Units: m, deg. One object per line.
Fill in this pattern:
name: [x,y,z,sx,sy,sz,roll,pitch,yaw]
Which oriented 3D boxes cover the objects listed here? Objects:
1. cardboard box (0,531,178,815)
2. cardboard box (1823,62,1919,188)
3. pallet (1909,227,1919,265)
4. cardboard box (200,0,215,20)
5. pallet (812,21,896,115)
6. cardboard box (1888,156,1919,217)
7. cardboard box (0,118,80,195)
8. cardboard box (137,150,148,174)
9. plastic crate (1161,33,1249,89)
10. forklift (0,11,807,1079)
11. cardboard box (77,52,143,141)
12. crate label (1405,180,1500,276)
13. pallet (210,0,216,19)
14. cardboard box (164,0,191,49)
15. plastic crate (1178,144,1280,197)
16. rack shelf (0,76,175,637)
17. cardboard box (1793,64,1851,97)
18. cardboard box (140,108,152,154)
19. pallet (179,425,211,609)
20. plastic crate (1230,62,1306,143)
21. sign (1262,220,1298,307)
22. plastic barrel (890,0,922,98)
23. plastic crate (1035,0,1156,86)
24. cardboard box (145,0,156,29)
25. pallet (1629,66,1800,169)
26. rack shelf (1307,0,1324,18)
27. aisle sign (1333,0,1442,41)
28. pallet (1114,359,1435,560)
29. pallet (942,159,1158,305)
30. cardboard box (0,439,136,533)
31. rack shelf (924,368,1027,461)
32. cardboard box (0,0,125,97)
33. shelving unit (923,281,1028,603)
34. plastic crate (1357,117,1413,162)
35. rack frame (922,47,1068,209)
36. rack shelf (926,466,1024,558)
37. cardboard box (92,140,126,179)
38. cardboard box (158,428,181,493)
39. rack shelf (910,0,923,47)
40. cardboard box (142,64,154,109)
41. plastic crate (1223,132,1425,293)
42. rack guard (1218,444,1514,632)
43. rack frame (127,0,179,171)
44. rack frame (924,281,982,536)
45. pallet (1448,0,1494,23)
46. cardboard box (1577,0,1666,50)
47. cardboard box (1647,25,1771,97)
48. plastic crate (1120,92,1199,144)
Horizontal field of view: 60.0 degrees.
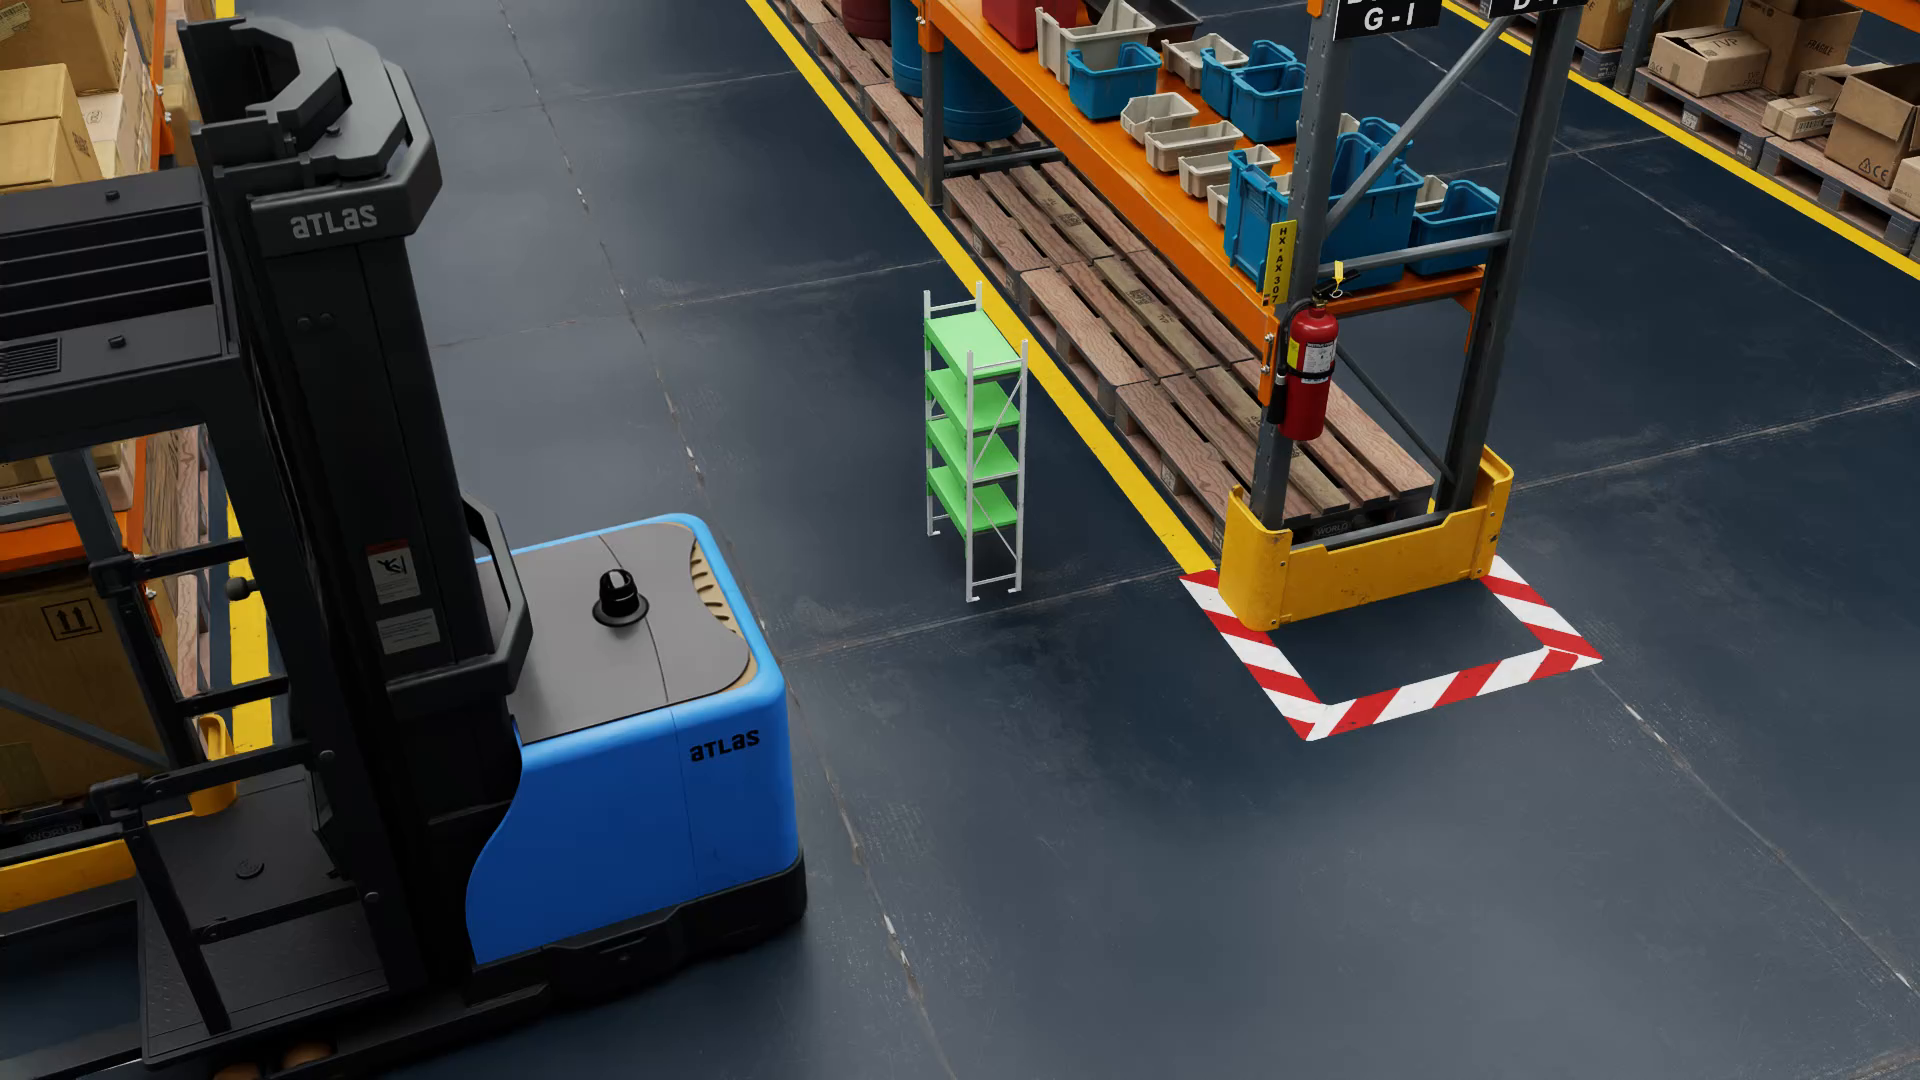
cardboard box: [-3.296,0.319,5.750,0.875,0.875,0.875,-12,39,-16]
cardboard box: [5.577,-2.444,9.710,0.797,0.503,0.637,-12,39,-16]
pallet: [6.000,-1.445,8.993,1.003,0.211,1.213,-12,39,-16]
cardboard box: [-5.536,-3.461,10.769,1.225,0.875,0.875,-14,39,-18]
pallet: [-0.377,-3.323,11.486,1.003,0.211,1.213,-12,39,-16]
cardboard box: [5.585,-1.942,9.255,0.500,0.250,0.500,-12,39,-16]
cardboard box: [-3.085,-0.985,5.318,0.500,0.500,0.500,-13,39,-17]
cardboard box: [-3.610,-1.490,6.944,0.380,0.149,0.250,-12,39,-15]
plastic crate: [1.155,-2.299,7.979,0.293,0.136,0.466,-12,39,-16]
forklift: [-2.075,0.187,4.566,3.031,2.935,1.130,-14,39,-18]
cardboard box: [-3.799,-1.849,7.088,0.500,0.250,0.500,-11,38,-15]
crate label: [1.874,-1.207,6.449,0.416,0.233,0.303,-12,39,-16]
pallet: [-6.021,-3.864,12.204,1.003,0.211,1.213,-12,39,-16]
cardboard box: [-4.925,-2.458,9.436,1.225,0.875,0.875,-14,39,-18]
plastic crate: [1.113,-1.551,6.985,0.396,0.136,0.243,-12,39,-16]
rack shelf: [-3.689,-0.859,6.496,1.077,0.370,4.000,-12,39,-16]
cardboard box: [5.573,-2.900,10.611,0.380,0.149,0.250,-12,39,-16]
cardboard box: [-3.788,-1.781,7.331,0.380,0.149,0.250,-13,39,-17]
pallet: [-3.766,-0.027,7.110,1.003,0.211,1.213,-12,39,-16]
plastic crate: [1.421,-1.951,7.436,0.416,0.233,0.300,-12,39,-16]
sign: [1.139,-0.984,5.928,0.100,0.325,0.005,-12,39,-16]
plastic barrel: [-0.142,-3.342,10.589,0.600,0.901,0.708,-12,39,-16]
plastic crate: [0.626,-2.378,7.962,0.437,0.282,0.530,-12,39,-16]
cardboard box: [-4.475,-2.912,8.540,0.500,0.500,0.500,-12,39,-16]
pallet: [5.161,-2.823,10.823,1.003,0.211,1.213,-12,39,-16]
rack shelf: [0.961,-3.083,6.955,1.077,0.370,4.000,-12,39,-16]
aisle sign: [1.399,-1.979,5.224,0.394,0.787,0.004,-12,39,-16]
pallet: [1.402,-0.402,7.609,1.003,0.211,1.213,-12,39,-16]
pallet: [0.563,-1.781,9.439,1.003,0.211,1.213,-12,39,-16]
cardboard box: [-2.813,-0.185,5.212,0.380,0.149,0.250,-12,39,-15]
rack shelf: [0.057,-0.526,6.659,0.258,0.148,0.480,-12,39,-16]
cardboard box: [-3.800,-2.147,6.861,0.500,0.500,0.500,-12,39,-15]
shelving unit: [0.057,-0.386,6.765,0.258,1.200,0.503,-12,39,-16]
plastic crate: [1.647,-1.579,6.942,0.416,0.233,0.300,-12,39,-16]
rack frame: [0.273,-3.302,9.141,1.000,3.000,0.127,-12,39,-16]
rack shelf: [0.057,-0.143,6.948,0.258,0.148,0.480,-12,39,-16]
cardboard box: [-3.452,-1.273,6.325,0.500,0.250,0.500,-13,39,-17]
cardboard box: [-3.916,-0.698,7.100,0.875,0.875,0.875,-12,39,-16]
rack shelf: [-0.415,-4.144,10.857,1.077,0.370,4.000,-12,39,-16]
cardboard box: [-3.965,-2.072,7.716,0.380,0.149,0.250,-12,39,-16]
plastic crate: [1.359,-1.231,6.312,0.616,0.435,0.499,-12,39,-16]
rack guard: [1.670,-0.033,6.878,1.175,0.500,0.348,-12,39,-16]
rack frame: [-4.377,-2.277,7.779,1.000,3.000,0.127,-12,39,-16]
rack frame: [-0.027,-0.524,6.948,0.240,1.200,0.015,-12,39,-16]
pallet: [4.186,-4.354,12.854,1.003,0.211,1.213,-12,39,-16]
cardboard box: [4.486,-3.722,11.410,0.500,0.500,0.500,-13,39,-16]
cardboard box: [4.867,-3.145,10.802,0.500,0.311,0.500,-12,39,-16]
plastic crate: [0.875,-1.867,7.404,0.298,0.136,0.250,-12,39,-16]
